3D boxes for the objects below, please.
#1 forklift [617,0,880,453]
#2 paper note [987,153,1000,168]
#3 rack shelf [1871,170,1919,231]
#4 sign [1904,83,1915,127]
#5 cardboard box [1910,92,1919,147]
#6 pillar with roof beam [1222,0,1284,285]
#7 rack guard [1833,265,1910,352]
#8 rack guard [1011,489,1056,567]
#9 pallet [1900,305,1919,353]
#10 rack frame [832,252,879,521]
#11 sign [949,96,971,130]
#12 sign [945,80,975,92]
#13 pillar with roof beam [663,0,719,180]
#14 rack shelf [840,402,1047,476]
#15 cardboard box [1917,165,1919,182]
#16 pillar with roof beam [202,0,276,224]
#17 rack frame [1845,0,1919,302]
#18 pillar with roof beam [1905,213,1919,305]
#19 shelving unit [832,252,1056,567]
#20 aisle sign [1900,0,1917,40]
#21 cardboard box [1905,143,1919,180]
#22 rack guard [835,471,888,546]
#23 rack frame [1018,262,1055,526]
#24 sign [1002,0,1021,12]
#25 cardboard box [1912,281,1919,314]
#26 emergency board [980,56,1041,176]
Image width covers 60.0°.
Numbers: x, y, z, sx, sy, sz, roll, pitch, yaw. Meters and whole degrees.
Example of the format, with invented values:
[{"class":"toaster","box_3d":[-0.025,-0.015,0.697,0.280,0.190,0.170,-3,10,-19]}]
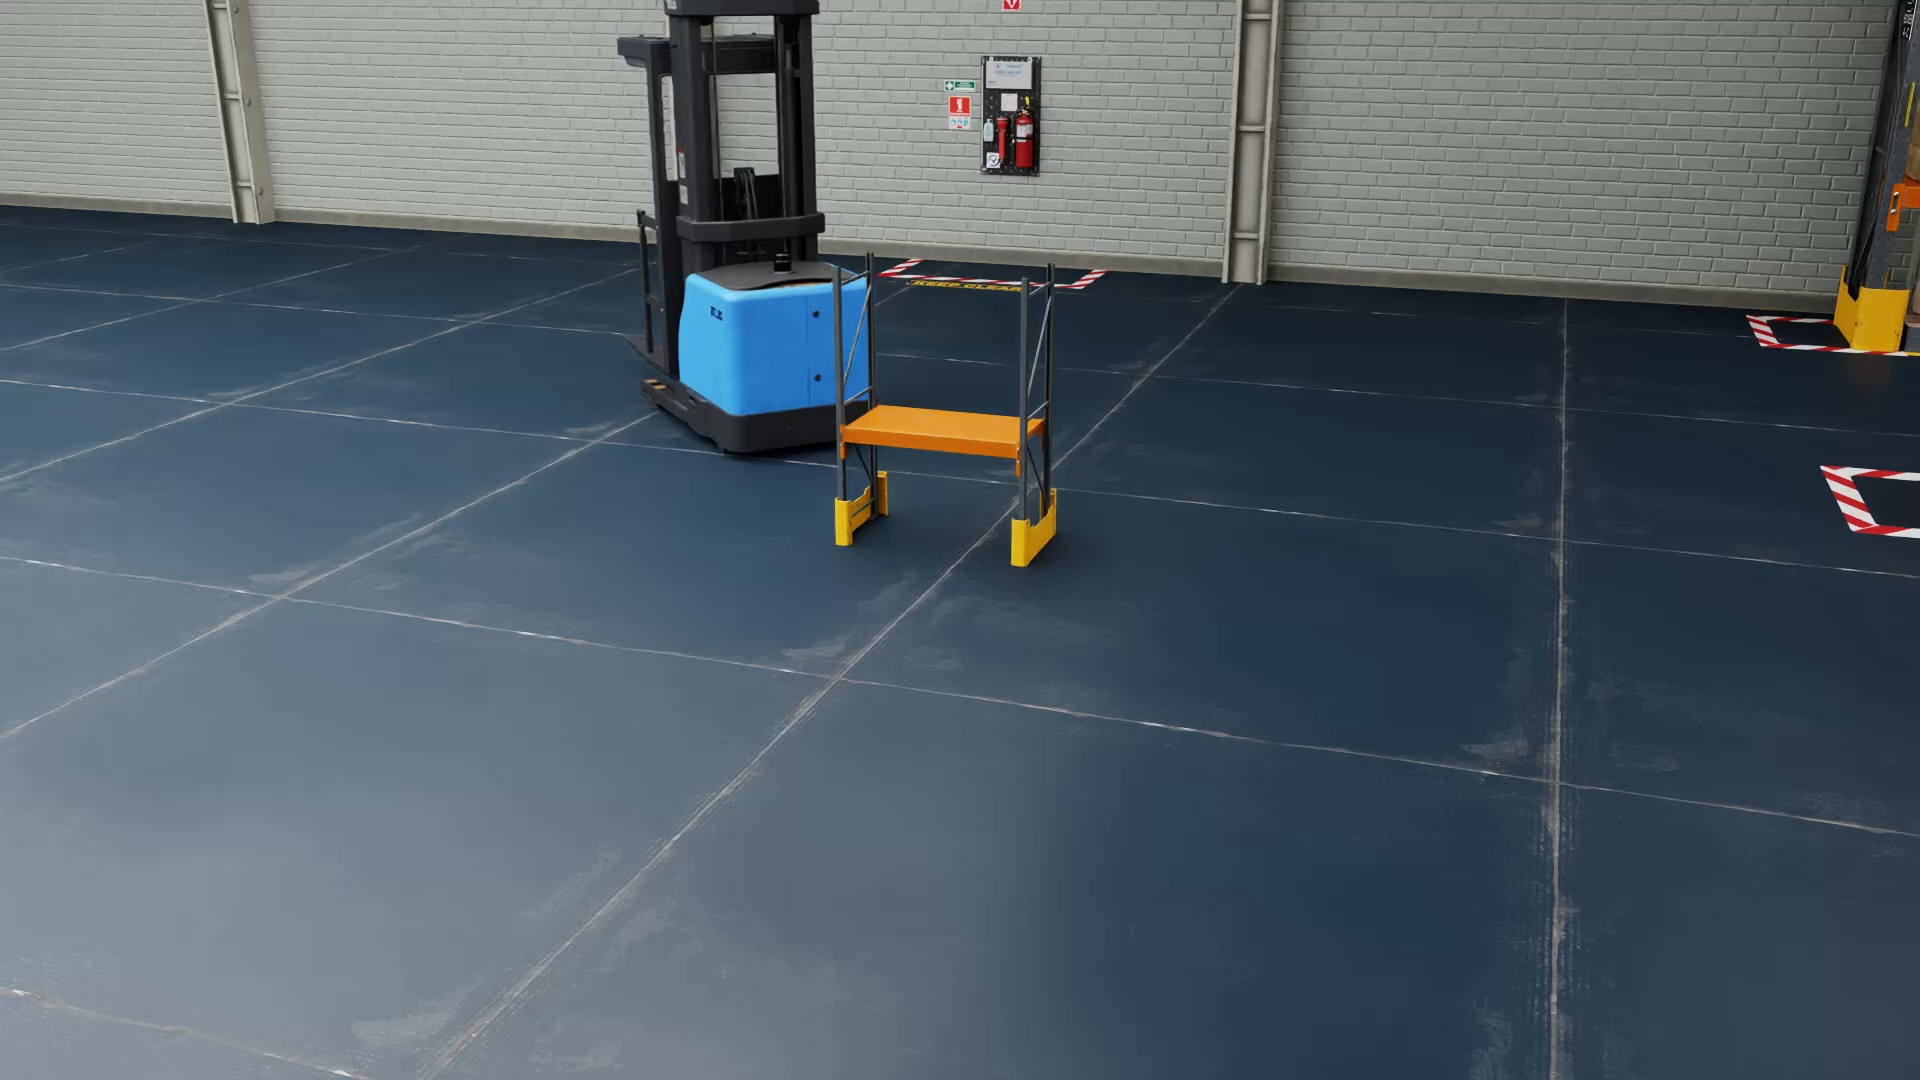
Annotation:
[{"class":"forklift","box_3d":[-1.639,-2.373,11.430,1.130,2.935,3.031,-10,21,-25]},{"class":"paper note","box_3d":[0.341,-3.877,16.979,0.142,0.148,0.016,7,20,18]},{"class":"rack shelf","box_3d":[9.420,-2.576,13.002,4.000,0.370,1.077,7,20,18]},{"class":"sign","box_3d":[7.352,-3.372,12.877,0.005,0.325,0.100,7,20,18]},{"class":"cardboard box","box_3d":[8.045,-3.440,13.445,0.500,0.500,0.500,6,20,17]},{"class":"pillar with roof beam","box_3d":[1.395,-5.468,11.090,0.400,9.000,9.100,7,20,18]},{"class":"rack guard","box_3d":[7.602,-1.943,13.892,0.348,0.500,1.175,7,20,18]},{"class":"rack guard","box_3d":[0.398,-0.072,8.904,0.087,0.250,0.587,7,20,18]},{"class":"pallet","box_3d":[8.358,-1.708,13.656,1.213,0.211,1.003,7,20,18]},{"class":"rack frame","box_3d":[-0.561,-0.772,9.013,0.032,1.500,0.500,7,20,18]},{"class":"sign","box_3d":[-0.003,-4.361,16.975,0.234,0.329,0.001,7,20,18]},{"class":"sign","box_3d":[-0.001,-4.608,16.878,0.331,0.109,0.001,7,20,18]},{"class":"pillar with roof beam","box_3d":[-4.273,-6.116,12.949,0.400,9.000,9.100,7,20,18]},{"class":"rack shelf","box_3d":[-0.081,-0.548,8.915,1.000,0.185,0.538,7,20,18]},{"class":"cardboard box","box_3d":[7.887,-2.919,13.091,0.500,0.250,0.500,6,20,16]},{"class":"pillar with roof beam","box_3d":[-9.941,-6.764,14.809,0.400,9.000,9.100,7,20,18]},{"class":"rack frame","box_3d":[7.530,-3.132,13.504,0.127,3.000,1.000,7,20,18]},{"class":"pillar with roof beam","box_3d":[7.063,-4.819,9.231,0.400,9.000,9.100,7,20,18]},{"class":"shelving unit","box_3d":[-0.072,-0.716,8.853,1.083,1.500,0.587,7,20,18]},{"class":"aisle sign","box_3d":[7.364,-4.274,12.830,0.004,0.787,0.394,7,20,18]},{"class":"cardboard box","box_3d":[8.035,-3.080,13.553,0.500,0.250,0.500,7,20,19]},{"class":"rack guard","box_3d":[-0.542,-0.180,9.213,0.087,0.250,0.587,7,20,18]},{"class":"rack frame","box_3d":[0.400,-0.663,8.698,0.032,1.500,0.500,7,20,18]},{"class":"sign","box_3d":[0.511,-5.379,16.427,0.199,0.298,0.001,7,20,18]},{"class":"cardboard box","box_3d":[8.154,-1.967,13.579,0.500,0.311,0.500,4,20,12]},{"class":"emergency board","box_3d":[0.486,-4.252,16.717,0.643,1.169,0.194,7,20,18]}]
